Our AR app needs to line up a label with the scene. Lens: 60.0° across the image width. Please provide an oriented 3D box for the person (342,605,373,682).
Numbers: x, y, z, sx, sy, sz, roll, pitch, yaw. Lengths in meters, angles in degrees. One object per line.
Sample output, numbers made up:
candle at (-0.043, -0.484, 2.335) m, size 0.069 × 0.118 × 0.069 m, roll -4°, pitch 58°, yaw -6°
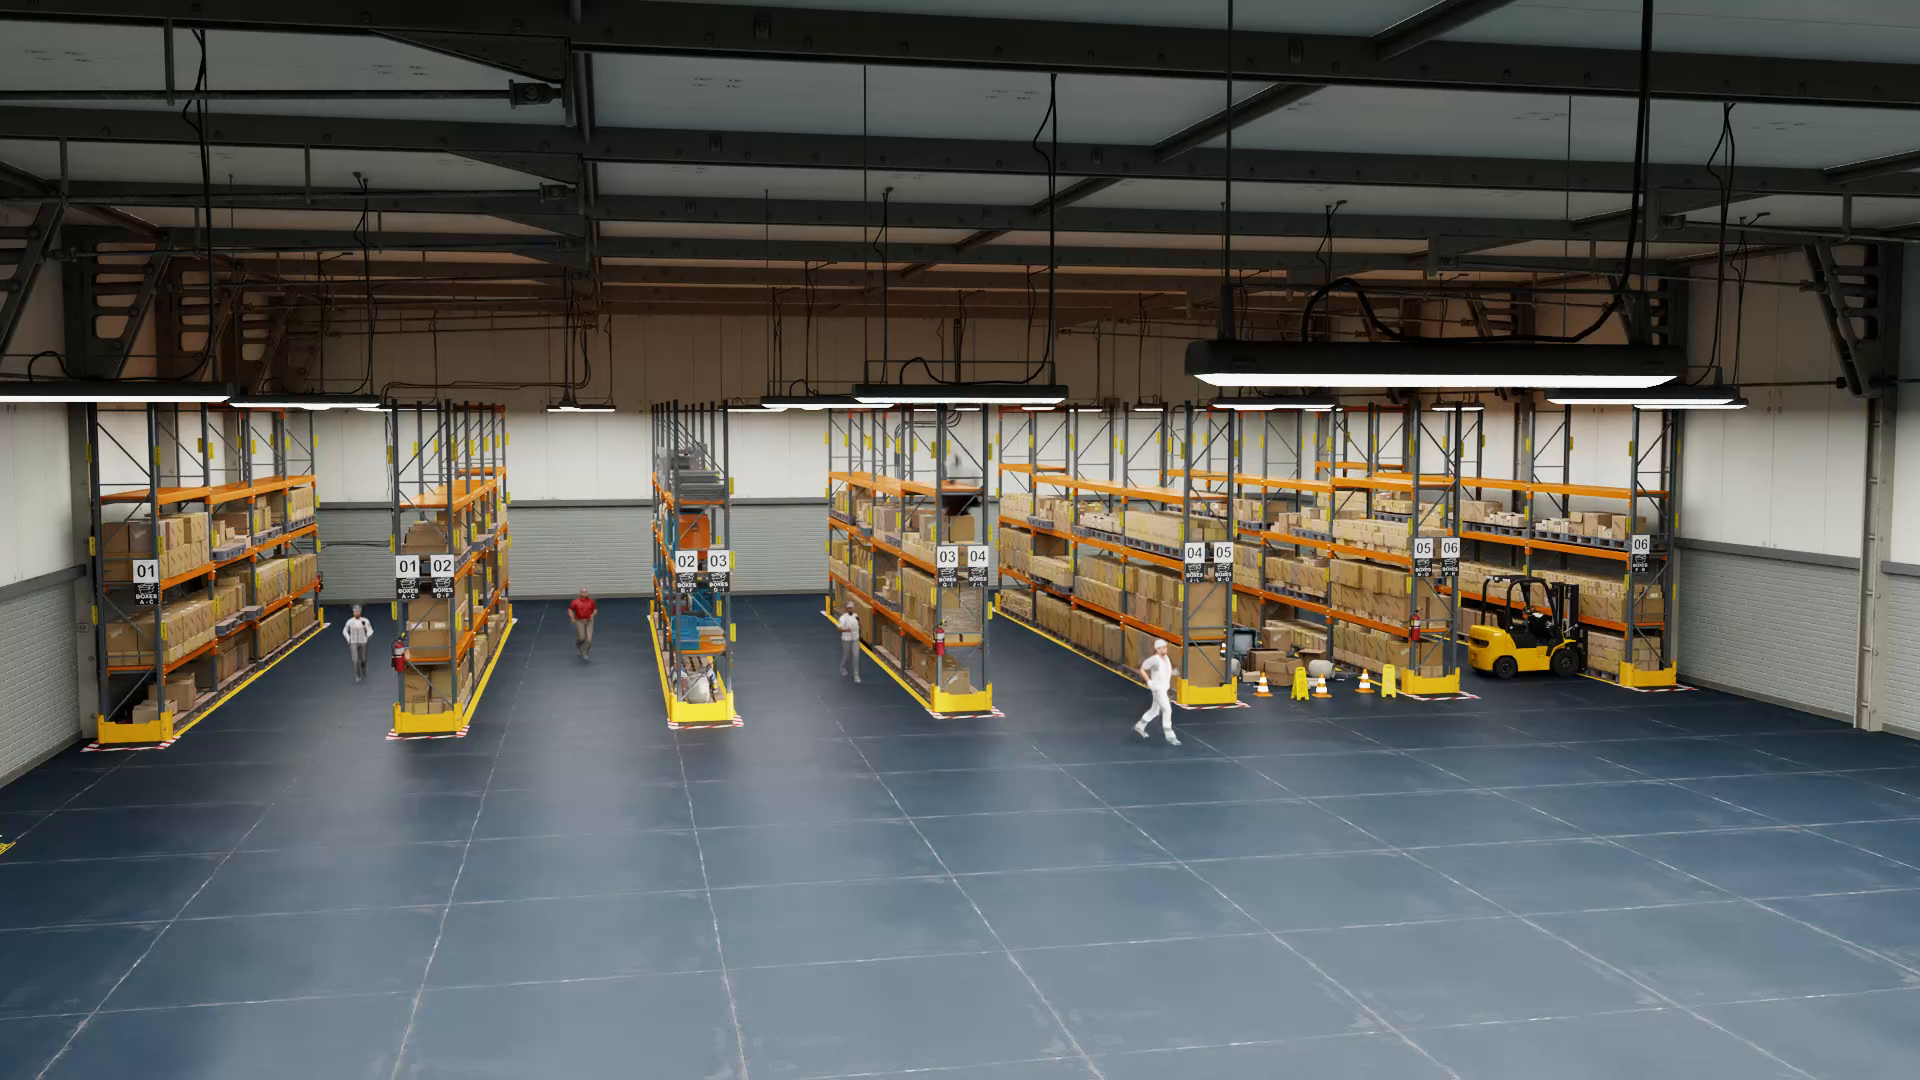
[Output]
person at (-12.927, 2.210, 35.700) m, size 0.614 × 1.641 × 0.580 m, roll -2°, pitch 5°, yaw -21°

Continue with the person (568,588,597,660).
person at (-8.762, 1.960, 38.797) m, size 0.658 × 1.682 × 0.591 m, roll -2°, pitch 5°, yaw -27°

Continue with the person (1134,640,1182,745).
person at (3.480, 2.633, 29.053) m, size 0.916 × 1.815 × 0.629 m, roll 2°, pitch 5°, yaw 30°

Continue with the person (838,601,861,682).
person at (-2.366, 2.164, 35.823) m, size 0.581 × 1.701 × 0.924 m, roll -2°, pitch 5°, yaw -22°
